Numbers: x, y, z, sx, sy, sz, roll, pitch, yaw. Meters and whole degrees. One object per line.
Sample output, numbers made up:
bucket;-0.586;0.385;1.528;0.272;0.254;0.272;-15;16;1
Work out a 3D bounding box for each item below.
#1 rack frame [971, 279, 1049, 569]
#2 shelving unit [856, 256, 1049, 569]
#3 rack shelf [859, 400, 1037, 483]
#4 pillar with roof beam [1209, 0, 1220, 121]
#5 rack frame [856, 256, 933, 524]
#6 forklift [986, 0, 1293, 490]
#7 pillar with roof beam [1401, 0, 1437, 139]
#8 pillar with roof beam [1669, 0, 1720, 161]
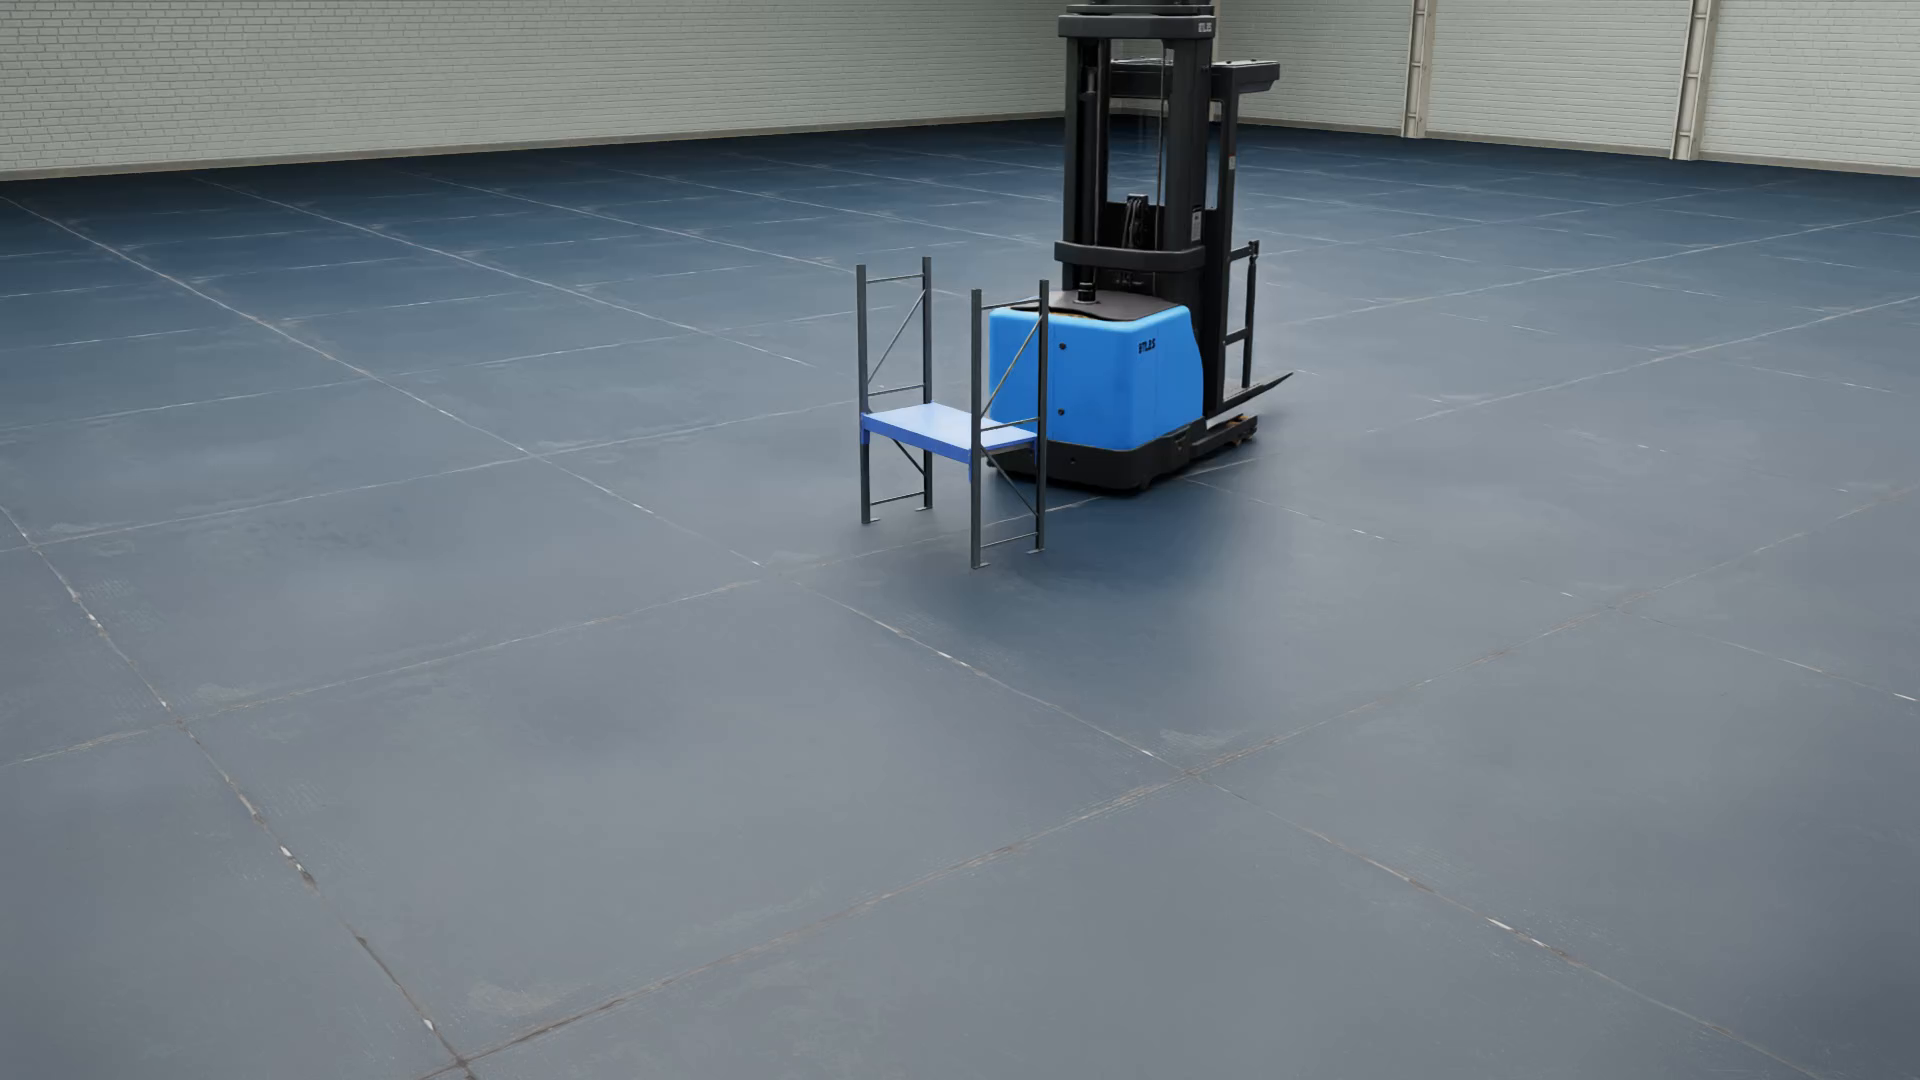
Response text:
rack frame;0.263;-0.608;8.812;0.500;1.500;0.032;-14;23;-36
shelving unit;-0.053;-0.733;9.190;0.538;1.500;1.048;-14;23;-36
rack shelf;-0.053;-0.562;9.247;0.538;0.185;1.000;-14;23;-36
pillar with roof beam;2.383;-13.335;35.318;9.100;9.000;0.400;-14;23;-36
rack frame;-0.369;-0.858;9.568;0.500;1.500;0.032;-14;23;-36
forklift;1.394;-2.105;11.057;1.130;2.935;3.031;12;22;31
pillar with roof beam;6.108;-11.856;30.853;9.100;9.000;0.400;-14;23;-36
pillar with roof beam;9.834;-10.378;26.388;9.100;9.000;0.400;-14;23;-36
